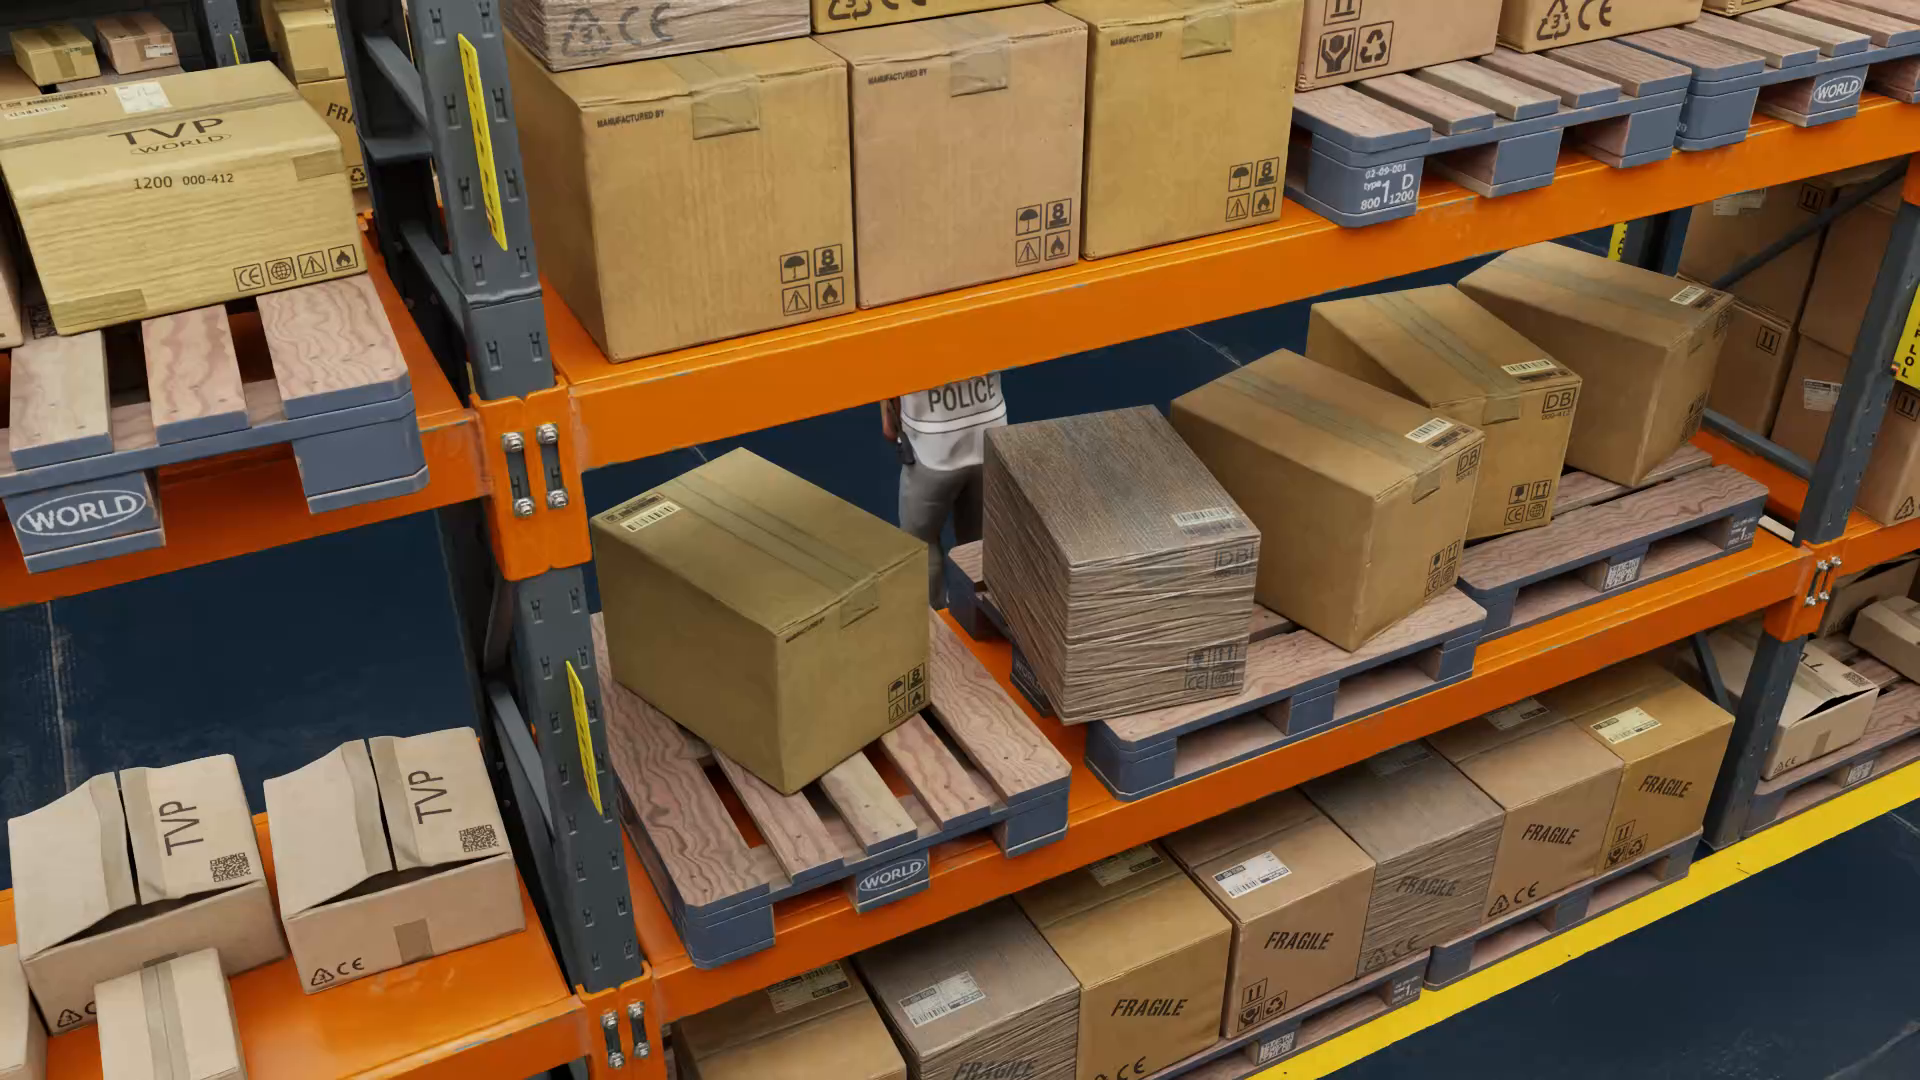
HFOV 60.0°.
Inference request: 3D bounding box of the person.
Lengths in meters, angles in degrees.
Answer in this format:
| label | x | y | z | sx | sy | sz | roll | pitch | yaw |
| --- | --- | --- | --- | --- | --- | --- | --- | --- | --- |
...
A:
| label | x | y | z | sx | sy | sz | roll | pitch | yaw |
| --- | --- | --- | --- | --- | --- | --- | --- | --- | --- |
| person | -0.083 | -0.395 | 6.736 | 0.490 | 1.768 | 0.570 | -17 | 36 | -24 |
